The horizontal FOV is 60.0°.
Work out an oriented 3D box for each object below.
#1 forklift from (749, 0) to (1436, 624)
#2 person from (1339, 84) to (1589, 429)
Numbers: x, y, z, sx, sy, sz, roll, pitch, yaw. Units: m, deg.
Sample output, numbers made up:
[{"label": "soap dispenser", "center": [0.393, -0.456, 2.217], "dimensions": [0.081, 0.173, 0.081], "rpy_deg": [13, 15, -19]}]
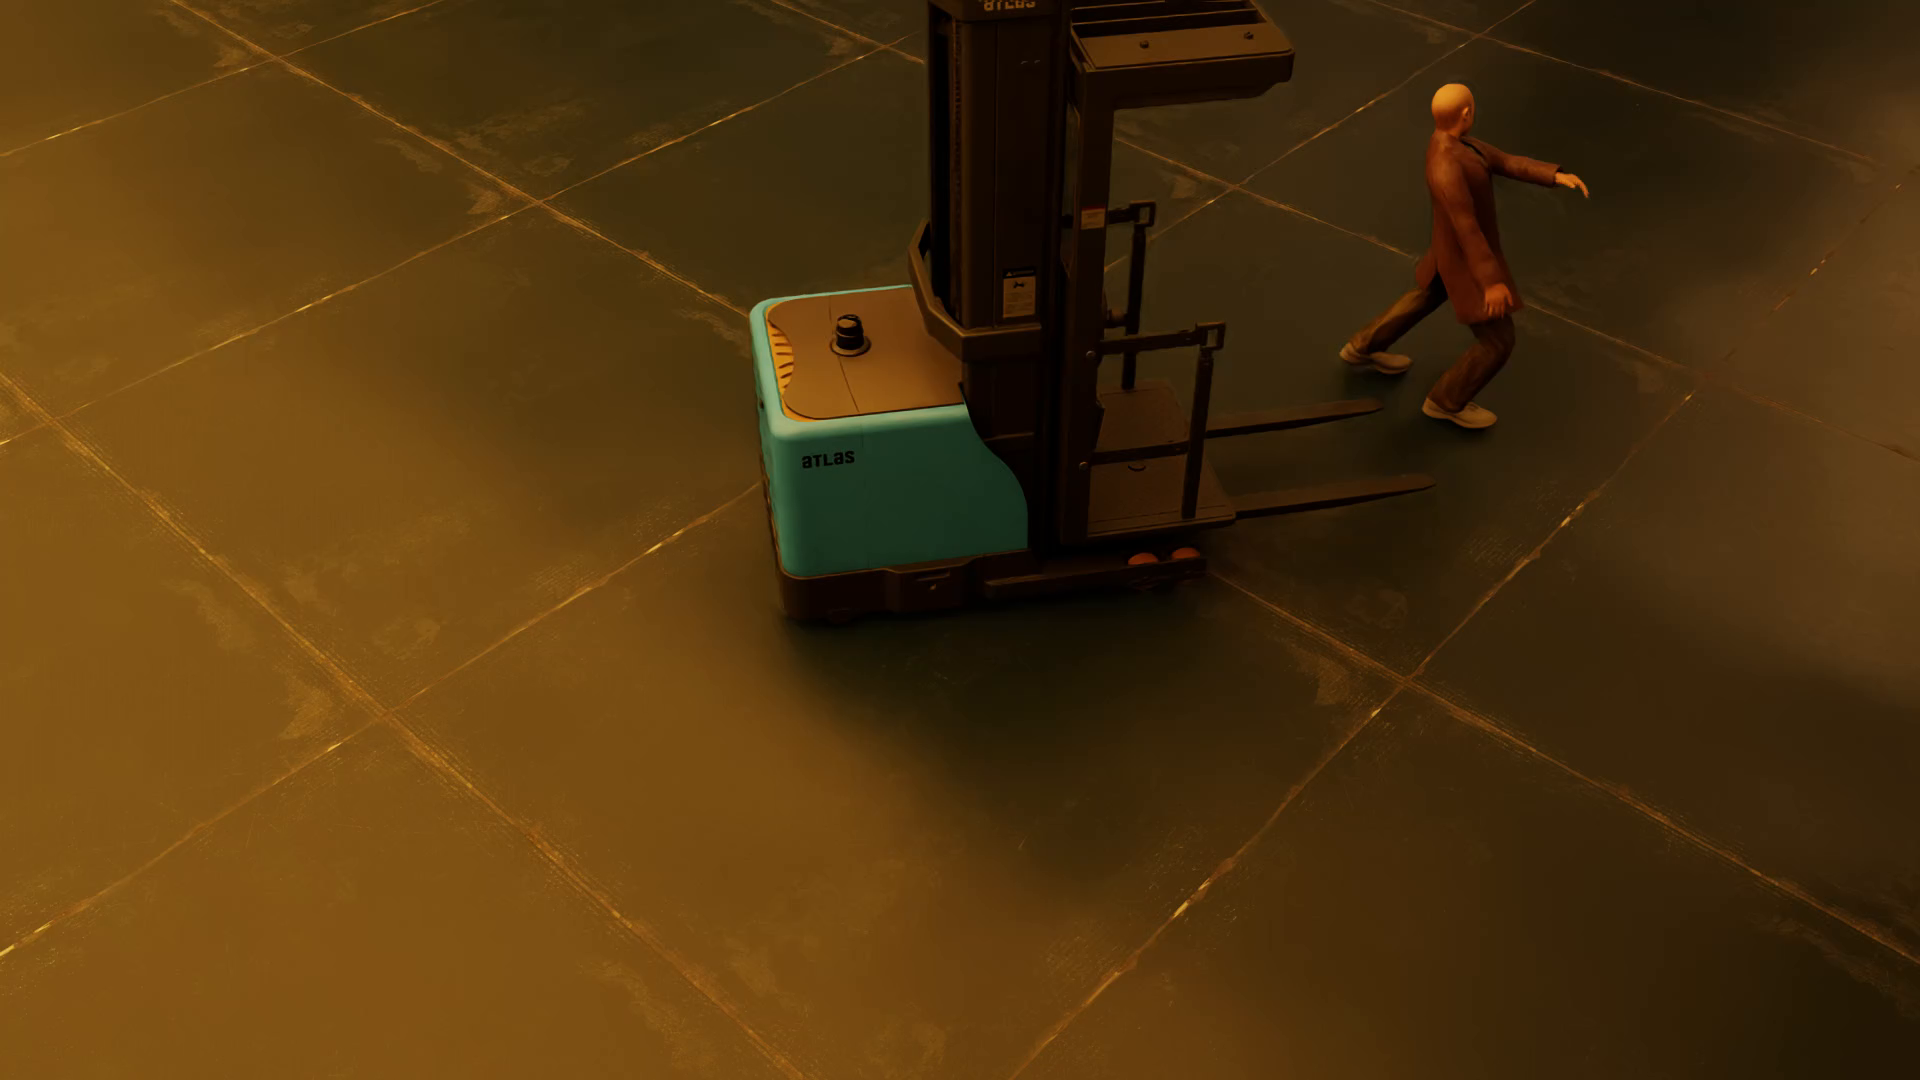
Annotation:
[{"label": "forklift", "center": [0.637, -1.224, 6.854], "dimensions": [3.031, 2.935, 1.130], "rpy_deg": [-7, 41, -8]}, {"label": "person", "center": [2.461, -1.313, 7.949], "dimensions": [0.936, 1.621, 0.863], "rpy_deg": [-1, 41, -2]}]
